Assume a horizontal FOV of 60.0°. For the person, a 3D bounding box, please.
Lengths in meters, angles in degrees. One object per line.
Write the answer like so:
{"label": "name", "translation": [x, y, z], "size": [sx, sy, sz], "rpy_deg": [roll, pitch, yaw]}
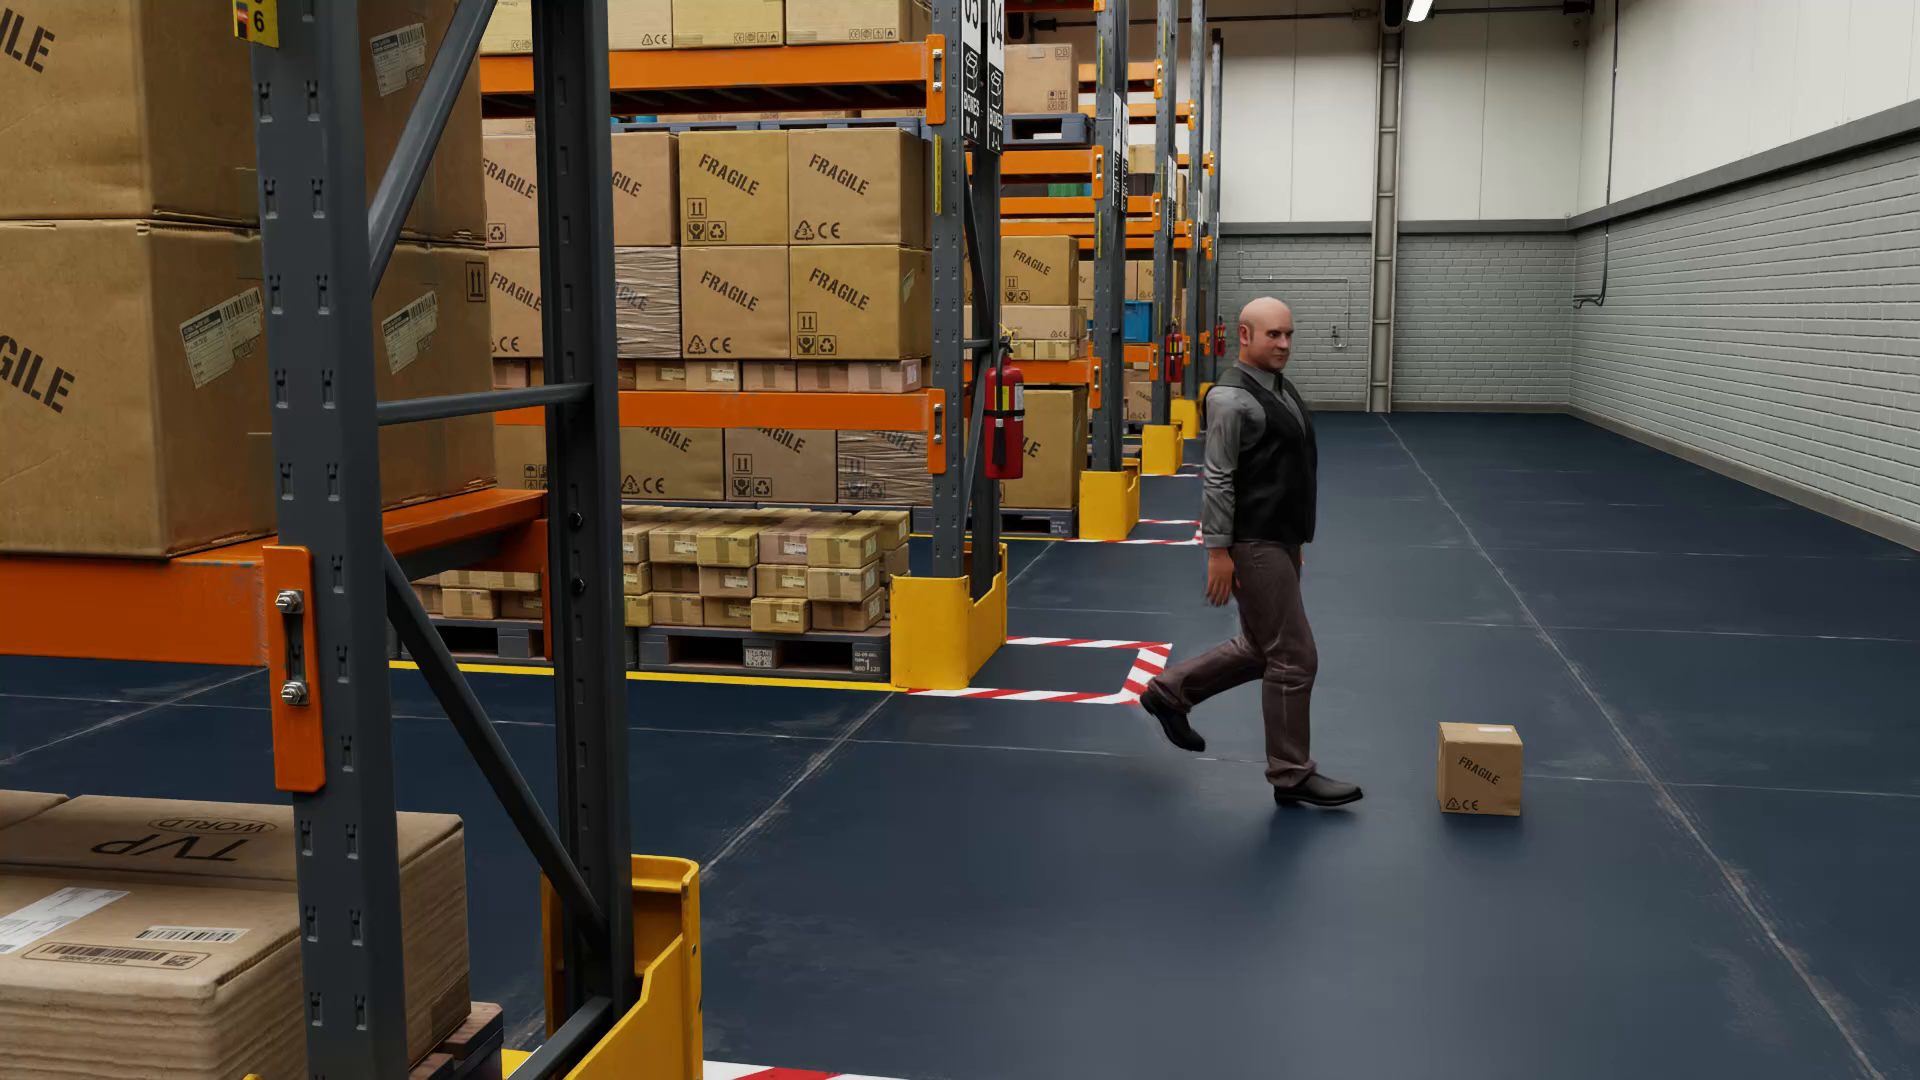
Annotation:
{"label": "person", "translation": [0.990, 0.025, 5.712], "size": [0.873, 1.701, 0.554], "rpy_deg": [4, 9, 27]}
